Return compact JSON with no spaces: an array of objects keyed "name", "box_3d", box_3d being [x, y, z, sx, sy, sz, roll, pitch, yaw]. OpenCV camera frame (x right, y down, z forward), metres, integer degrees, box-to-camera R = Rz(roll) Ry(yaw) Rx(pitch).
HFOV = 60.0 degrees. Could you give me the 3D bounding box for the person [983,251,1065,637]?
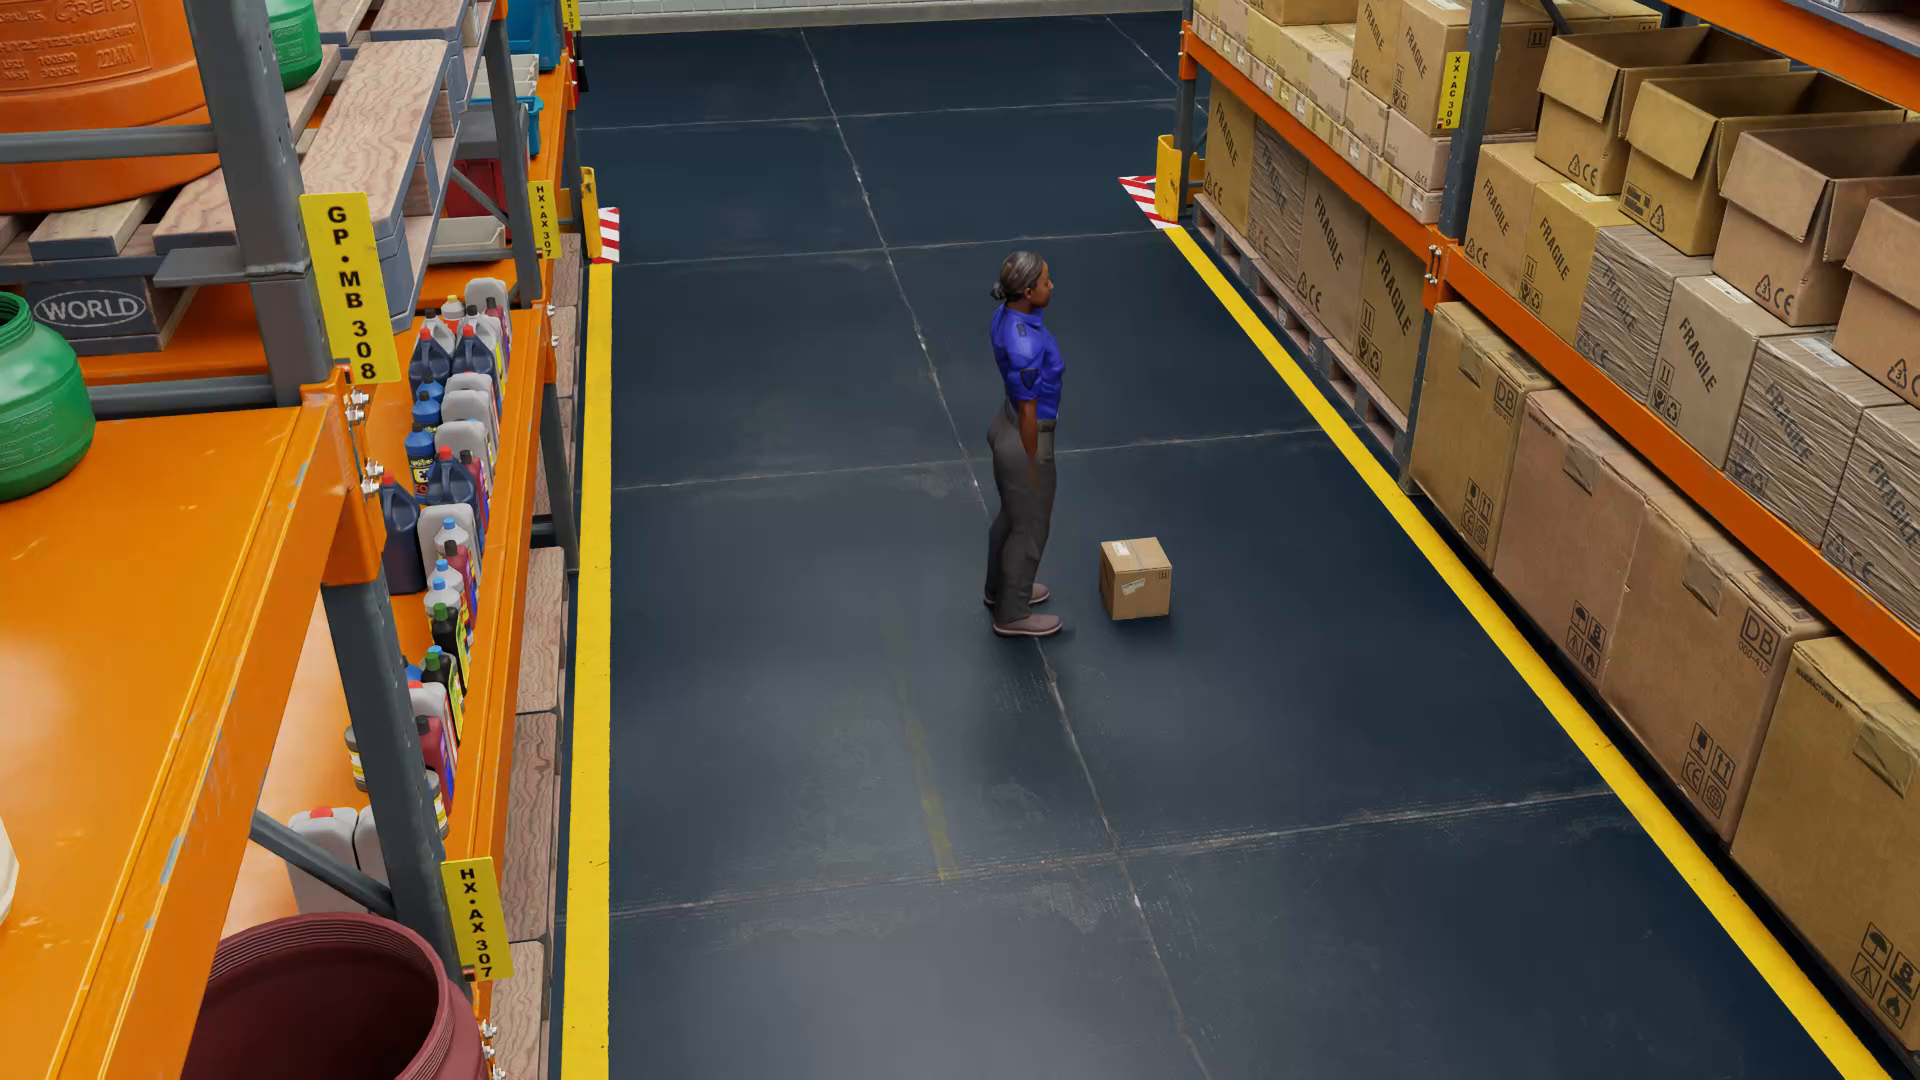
[{"name":"person","box_3d":[0.262,-0.395,6.801,0.305,1.658,0.435,-5,31,-8]}]
